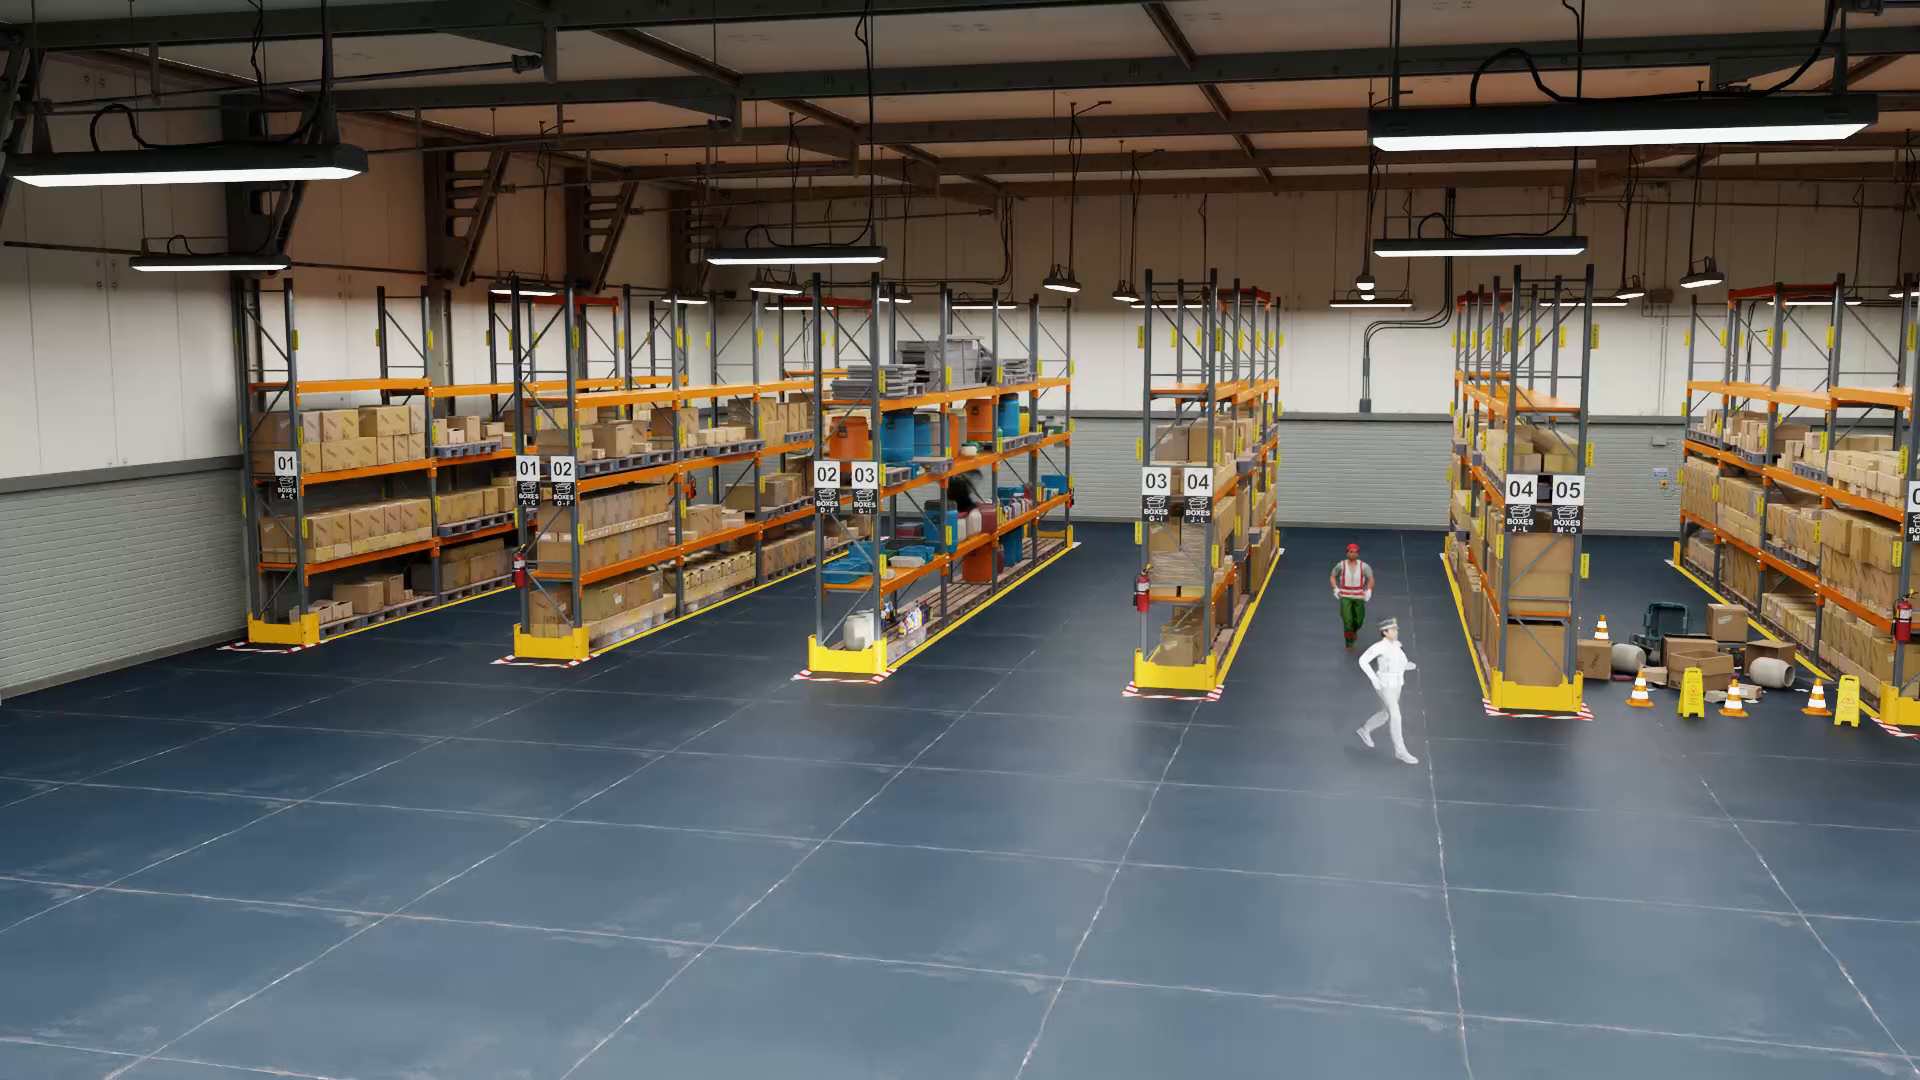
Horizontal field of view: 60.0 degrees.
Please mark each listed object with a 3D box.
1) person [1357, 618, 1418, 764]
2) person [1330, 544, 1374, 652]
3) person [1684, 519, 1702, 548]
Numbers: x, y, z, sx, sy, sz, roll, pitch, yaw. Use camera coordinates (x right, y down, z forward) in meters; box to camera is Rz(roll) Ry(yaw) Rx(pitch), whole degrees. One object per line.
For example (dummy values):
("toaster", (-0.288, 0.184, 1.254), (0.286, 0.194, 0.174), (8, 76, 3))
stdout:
("person", (5.131, 1.764, 19.905), (0.592, 1.680, 0.917), (-6, 9, -41))
("person", (6.325, 0.918, 26.872), (0.698, 1.747, 0.724), (1, 7, 8))
("person", (16.866, -0.389, 38.361), (0.640, 1.580, 0.777), (-6, 9, -42))
